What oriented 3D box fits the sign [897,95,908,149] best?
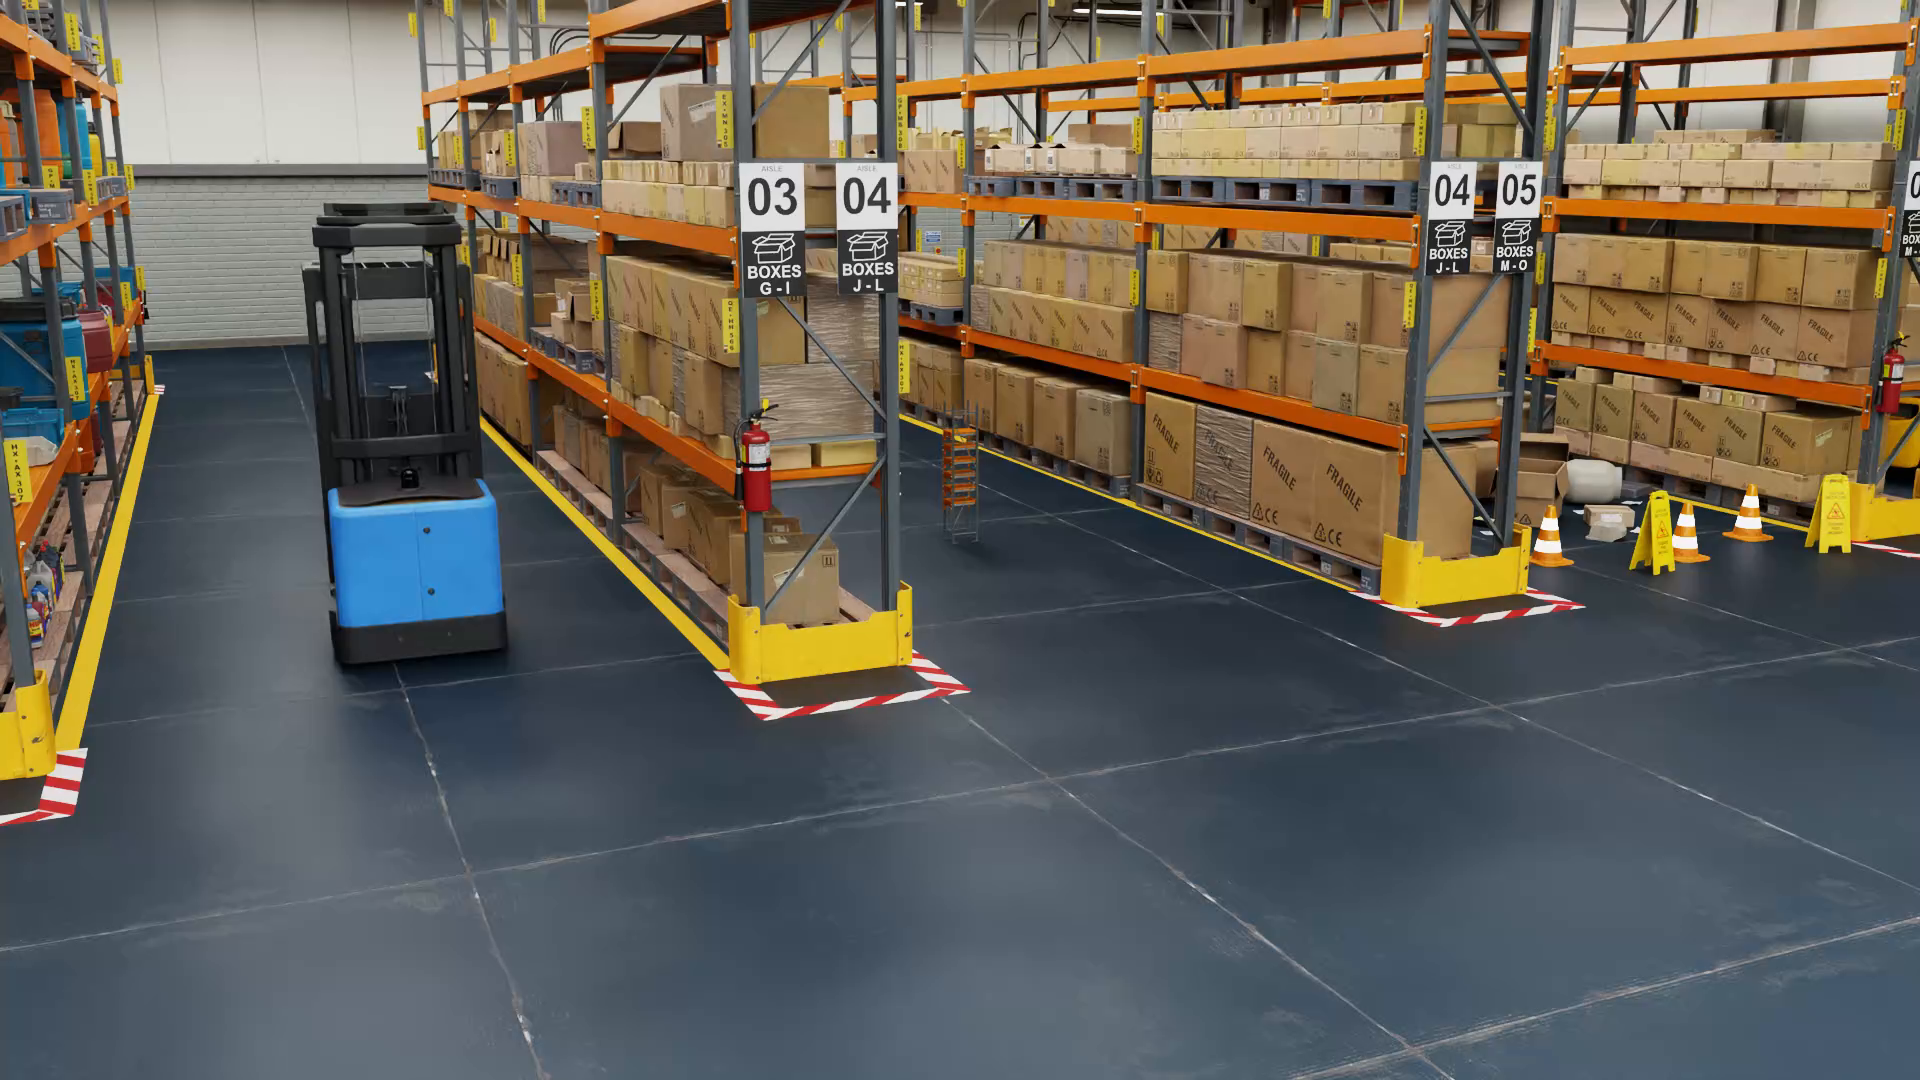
[{"bbox_3d":[-0.368,-2.557,10.174,0.100,0.325,0.005,-6,14,-23],"label":"sign"}]

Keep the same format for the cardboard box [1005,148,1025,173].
[{"bbox_3d":[0.805,-4.069,17.827,0.500,0.250,0.500,-5,14,-21],"label":"cardboard box"}]

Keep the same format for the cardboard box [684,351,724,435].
[{"bbox_3d":[-1.370,-1.023,11.256,0.875,0.500,0.500,-6,14,-23],"label":"cardboard box"}]

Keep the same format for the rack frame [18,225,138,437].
[{"bbox_3d":[-10.210,-2.653,19.178,1.000,3.000,0.127,-6,14,-23],"label":"rack frame"}]

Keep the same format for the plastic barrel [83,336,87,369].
[{"bbox_3d":[-8.000,-1.687,14.760,0.421,0.512,0.421,0,13,0],"label":"plastic barrel"}]

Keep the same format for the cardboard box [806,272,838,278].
[{"bbox_3d":[-1.029,-1.544,11.288,0.500,0.500,0.500,-6,14,-23],"label":"cardboard box"}]

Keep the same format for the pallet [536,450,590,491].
[{"bbox_3d":[-3.758,-0.753,17.157,1.003,0.211,1.213,-6,14,-23],"label":"pallet"}]

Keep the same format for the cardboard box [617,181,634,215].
[{"bbox_3d":[-2.305,-2.610,12.677,0.500,0.250,0.500,-6,14,-23],"label":"cardboard box"}]

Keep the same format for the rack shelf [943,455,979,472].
[{"bbox_3d":[0.006,-0.655,14.205,0.258,0.103,0.180,-6,14,-23],"label":"rack shelf"}]

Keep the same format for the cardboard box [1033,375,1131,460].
[{"bbox_3d":[1.404,-1.303,17.403,1.050,0.750,0.750,-6,14,-23],"label":"cardboard box"}]

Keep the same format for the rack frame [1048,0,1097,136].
[{"bbox_3d":[1.806,-7.744,27.873,1.000,3.000,0.127,-6,14,-23],"label":"rack frame"}]

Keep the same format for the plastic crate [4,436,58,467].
[{"bbox_3d":[-6.123,-0.559,10.716,0.530,0.136,0.437,-6,14,-23],"label":"plastic crate"}]

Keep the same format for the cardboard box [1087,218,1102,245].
[{"bbox_3d":[2.365,-4.918,26.526,0.500,0.500,0.500,-6,14,-23],"label":"cardboard box"}]

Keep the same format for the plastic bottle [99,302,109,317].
[{"bbox_3d":[-9.542,-2.468,18.491,0.144,0.351,0.185,-6,14,-23],"label":"plastic bottle"}]

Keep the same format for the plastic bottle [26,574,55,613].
[{"bbox_3d":[-6.216,0.360,11.226,0.152,0.276,0.135,-5,14,-22],"label":"plastic bottle"}]

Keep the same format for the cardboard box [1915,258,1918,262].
[{"bbox_3d":[11.015,-3.208,19.260,0.380,0.149,0.250,-5,14,-22],"label":"cardboard box"}]

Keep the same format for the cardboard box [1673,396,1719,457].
[{"bbox_3d":[7.248,-1.100,15.976,0.500,0.500,0.500,-6,14,-24],"label":"cardboard box"}]

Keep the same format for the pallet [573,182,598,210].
[{"bbox_3d":[-2.617,-2.954,14.245,1.213,0.211,1.003,-6,14,-23],"label":"pallet"}]

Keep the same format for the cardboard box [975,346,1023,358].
[{"bbox_3d":[0.461,-2.217,20.246,0.500,0.250,0.500,-6,14,-26],"label":"cardboard box"}]

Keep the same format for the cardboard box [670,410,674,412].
[{"bbox_3d":[-1.902,-0.897,12.150,0.380,0.149,0.250,-6,14,-23],"label":"cardboard box"}]

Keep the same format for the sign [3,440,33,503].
[{"bbox_3d":[-4.897,-0.357,8.646,0.100,0.325,0.005,-6,14,-23],"label":"sign"}]

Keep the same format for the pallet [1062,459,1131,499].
[{"bbox_3d":[1.740,-0.668,16.789,1.003,0.211,1.213,-6,14,-23],"label":"pallet"}]

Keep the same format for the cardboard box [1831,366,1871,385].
[{"bbox_3d":[7.870,-1.451,14.545,0.380,0.149,0.250,-5,14,-21],"label":"cardboard box"}]

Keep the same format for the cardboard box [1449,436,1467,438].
[{"bbox_3d":[4.994,-1.326,17.312,0.500,0.500,0.500,-6,14,-23],"label":"cardboard box"}]

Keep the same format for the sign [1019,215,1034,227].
[{"bbox_3d":[1.376,-6.584,34.333,0.339,0.242,0.001,-6,14,-23],"label":"sign"}]

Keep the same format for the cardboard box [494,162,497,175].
[{"bbox_3d":[-5.213,-4.322,19.366,0.380,0.149,0.250,-6,14,-25],"label":"cardboard box"}]

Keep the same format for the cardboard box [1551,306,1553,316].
[{"bbox_3d":[6.681,-2.567,18.435,0.380,0.149,0.250,-5,14,-22],"label":"cardboard box"}]

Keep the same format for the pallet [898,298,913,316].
[{"bbox_3d":[-0.315,-3.012,21.159,1.003,0.211,1.213,-6,14,-23],"label":"pallet"}]

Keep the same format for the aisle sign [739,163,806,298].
[{"bbox_3d":[-1.115,-1.847,9.934,0.394,0.787,0.004,-6,14,-23],"label":"aisle sign"}]

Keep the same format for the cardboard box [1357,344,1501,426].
[{"bbox_3d":[3.530,-1.193,12.541,0.875,0.550,0.550,-6,14,-23],"label":"cardboard box"}]

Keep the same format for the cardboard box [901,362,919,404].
[{"bbox_3d":[-0.419,-2.015,21.037,0.500,0.500,0.500,-6,14,-25],"label":"cardboard box"}]

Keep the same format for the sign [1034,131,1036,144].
[{"bbox_3d":[1.295,-6.698,27.892,0.100,0.325,0.005,-6,14,-23],"label":"sign"}]

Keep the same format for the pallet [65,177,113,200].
[{"bbox_3d":[-9.349,-3.635,17.188,1.003,0.211,1.213,-6,14,-23],"label":"pallet"}]

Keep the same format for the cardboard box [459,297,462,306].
[{"bbox_3d":[-6.403,-3.170,21.972,0.380,0.149,0.250,-5,14,-22],"label":"cardboard box"}]

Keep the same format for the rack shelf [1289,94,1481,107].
[{"bbox_3d":[7.154,-7.428,28.109,1.077,0.370,4.000,-6,14,-23],"label":"rack shelf"}]

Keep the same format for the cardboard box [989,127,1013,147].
[{"bbox_3d":[0.400,-4.799,19.879,0.396,0.266,0.258,-6,14,-23],"label":"cardboard box"}]

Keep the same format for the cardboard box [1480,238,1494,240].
[{"bbox_3d":[6.219,-3.401,19.159,0.380,0.149,0.250,-5,14,-20],"label":"cardboard box"}]

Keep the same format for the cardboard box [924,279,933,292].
[{"bbox_3d":[-0.208,-3.044,19.834,0.380,0.149,0.250,-5,14,-21],"label":"cardboard box"}]

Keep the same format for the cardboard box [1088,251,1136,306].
[{"bbox_3d":[1.706,-2.618,16.591,0.700,0.500,0.500,-6,14,-24],"label":"cardboard box"}]

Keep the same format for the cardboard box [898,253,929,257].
[{"bbox_3d":[-0.639,-3.778,22.349,0.380,0.149,0.250,-6,14,-25],"label":"cardboard box"}]

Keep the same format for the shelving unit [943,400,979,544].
[{"bbox_3d":[0.006,-0.582,14.222,0.258,1.200,0.189,-6,14,-23],"label":"shelving unit"}]

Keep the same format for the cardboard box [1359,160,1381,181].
[{"bbox_3d":[3.176,-2.730,12.266,0.380,0.149,0.250,-5,14,-22],"label":"cardboard box"}]

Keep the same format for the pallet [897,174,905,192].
[{"bbox_3d":[-0.519,-4.546,21.122,1.213,0.211,1.003,-6,14,-23],"label":"pallet"}]

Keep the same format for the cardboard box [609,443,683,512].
[{"bbox_3d":[-2.693,-0.572,14.759,0.700,0.500,0.500,-7,15,-27],"label":"cardboard box"}]

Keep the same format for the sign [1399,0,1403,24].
[{"bbox_3d":[5.504,-6.636,20.838,0.100,0.325,0.005,-6,14,-23],"label":"sign"}]

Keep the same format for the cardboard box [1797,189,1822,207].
[{"bbox_3d":[7.611,-3.010,14.626,0.380,0.149,0.250,-5,14,-21],"label":"cardboard box"}]

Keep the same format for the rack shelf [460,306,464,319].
[{"bbox_3d":[-6.473,-3.163,22.978,1.077,0.370,4.000,-6,14,-23],"label":"rack shelf"}]

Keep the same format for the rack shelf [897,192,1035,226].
[{"bbox_3d":[-0.285,-4.225,20.914,1.077,0.370,4.000,-6,14,-23],"label":"rack shelf"}]

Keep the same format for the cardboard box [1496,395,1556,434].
[{"bbox_3d":[6.401,-1.375,18.553,0.950,0.372,0.625,-5,14,-22],"label":"cardboard box"}]

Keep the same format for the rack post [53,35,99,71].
[{"bbox_3d":[-9.283,-4.925,16.801,0.937,0.300,0.954,-4,14,-17],"label":"rack post"}]

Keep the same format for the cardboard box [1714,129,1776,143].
[{"bbox_3d":[10.032,-4.999,21.290,0.500,0.500,0.500,-5,14,-22],"label":"cardboard box"}]

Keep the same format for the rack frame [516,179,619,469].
[{"bbox_3d":[-4.069,-2.273,17.541,1.000,3.000,0.127,-6,14,-23],"label":"rack frame"}]

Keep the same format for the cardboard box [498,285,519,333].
[{"bbox_3d":[-4.900,-2.612,18.783,0.500,0.500,0.500,-6,14,-25],"label":"cardboard box"}]

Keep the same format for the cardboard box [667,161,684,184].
[{"bbox_3d":[-1.777,-2.502,11.323,0.380,0.149,0.250,-6,15,-26],"label":"cardboard box"}]

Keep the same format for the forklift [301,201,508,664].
[{"bbox_3d":[-4.014,-0.919,11.839,1.130,2.935,3.031,-5,14,-21],"label":"forklift"}]

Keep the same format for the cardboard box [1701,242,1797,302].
[{"bbox_3d":[7.316,-2.484,15.350,0.700,0.500,0.500,-6,14,-24],"label":"cardboard box"}]

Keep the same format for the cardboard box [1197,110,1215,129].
[{"bbox_3d":[2.259,-3.592,14.219,0.380,0.149,0.250,-6,14,-24],"label":"cardboard box"}]

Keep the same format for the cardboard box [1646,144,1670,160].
[{"bbox_3d":[6.895,-3.765,16.122,0.380,0.149,0.250,-6,14,-25],"label":"cardboard box"}]

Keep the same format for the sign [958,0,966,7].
[{"bbox_3d":[0.022,-6.066,18.375,0.100,0.325,0.005,-6,14,-23],"label":"sign"}]
